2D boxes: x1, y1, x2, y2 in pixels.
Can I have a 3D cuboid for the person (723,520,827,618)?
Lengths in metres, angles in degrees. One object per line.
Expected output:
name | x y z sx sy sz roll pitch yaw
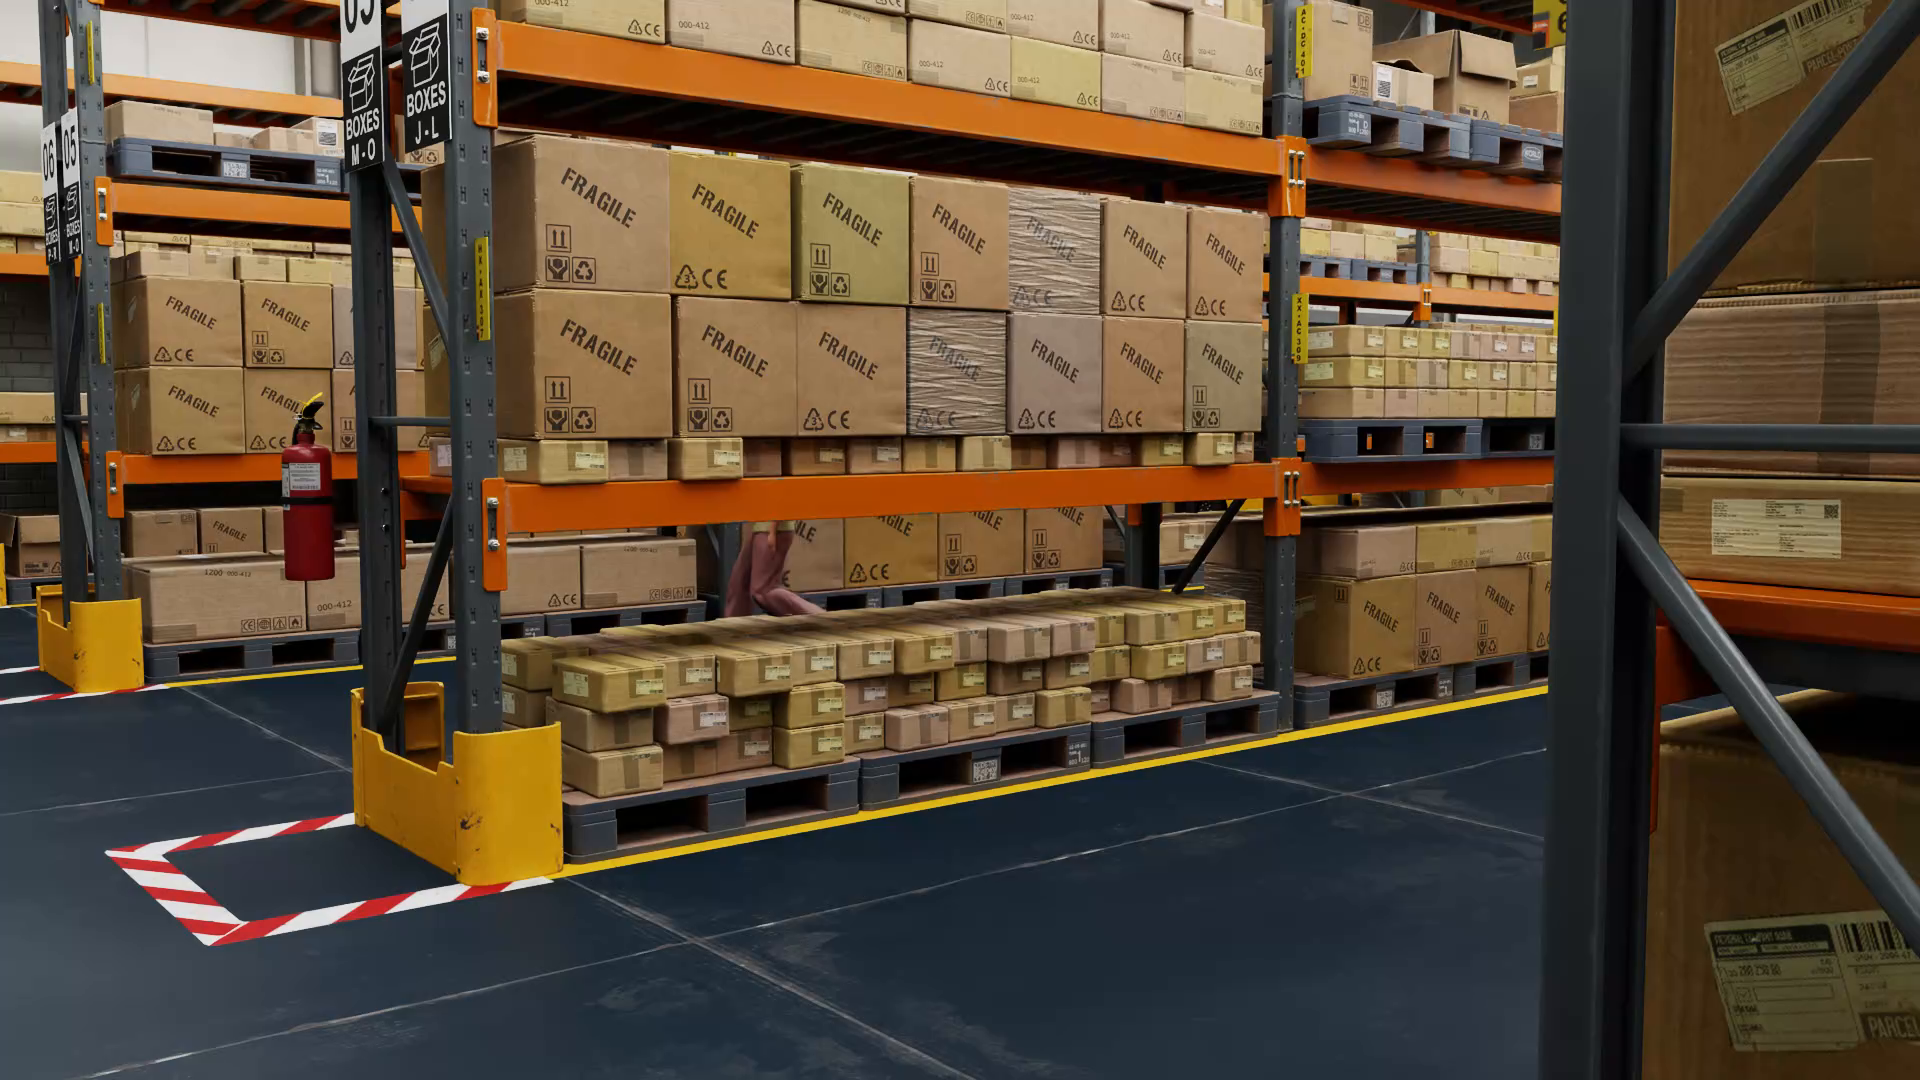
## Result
person | -1.161 -0.047 10.002 0.896 1.629 0.464 -1 4 -7
